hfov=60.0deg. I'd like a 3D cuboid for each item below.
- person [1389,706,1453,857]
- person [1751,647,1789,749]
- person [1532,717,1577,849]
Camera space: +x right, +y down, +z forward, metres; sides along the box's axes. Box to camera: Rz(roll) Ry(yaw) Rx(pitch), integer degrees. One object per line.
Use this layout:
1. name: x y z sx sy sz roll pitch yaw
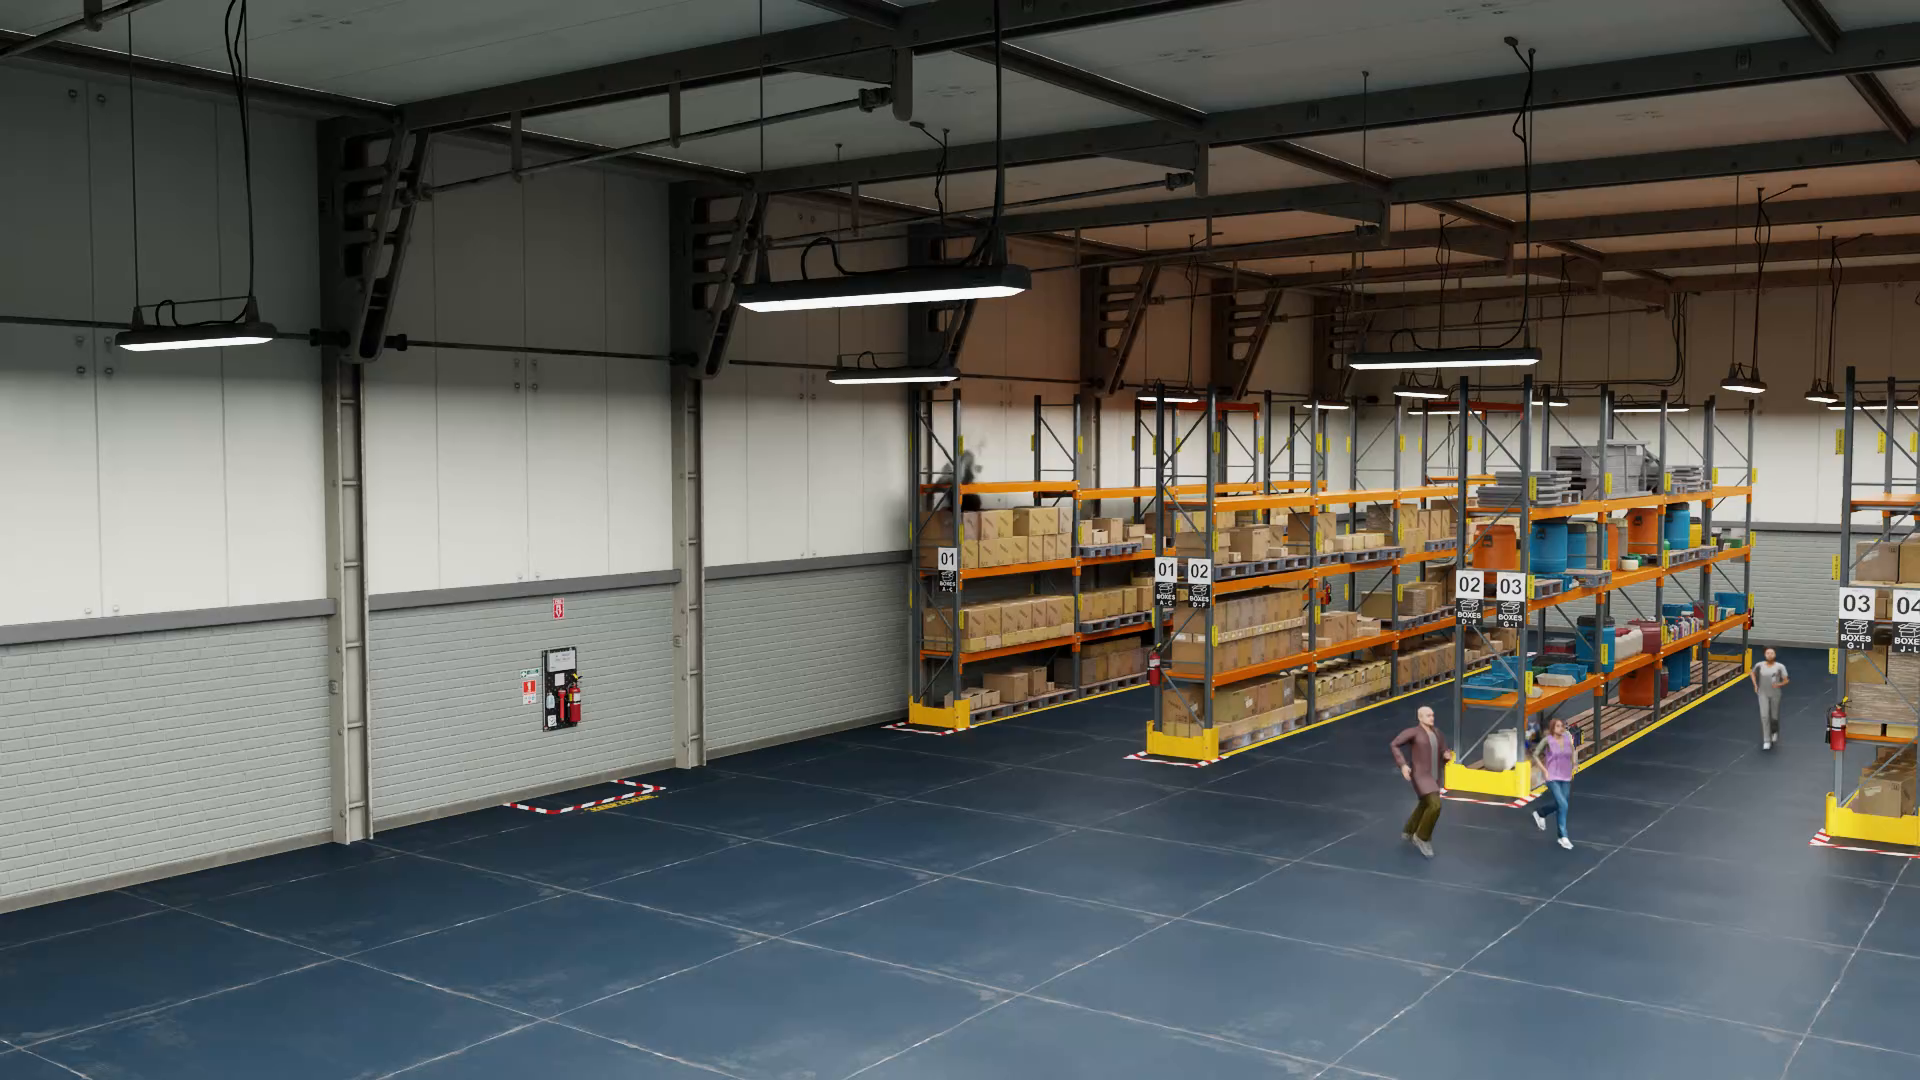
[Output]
1. person: 5.716 2.957 20.418 0.670 1.828 0.804 -2 4 -35
2. person: 13.399 2.590 27.532 0.572 1.661 0.839 2 4 29
3. person: 7.503 3.022 20.963 0.532 1.597 0.756 -1 3 -15
